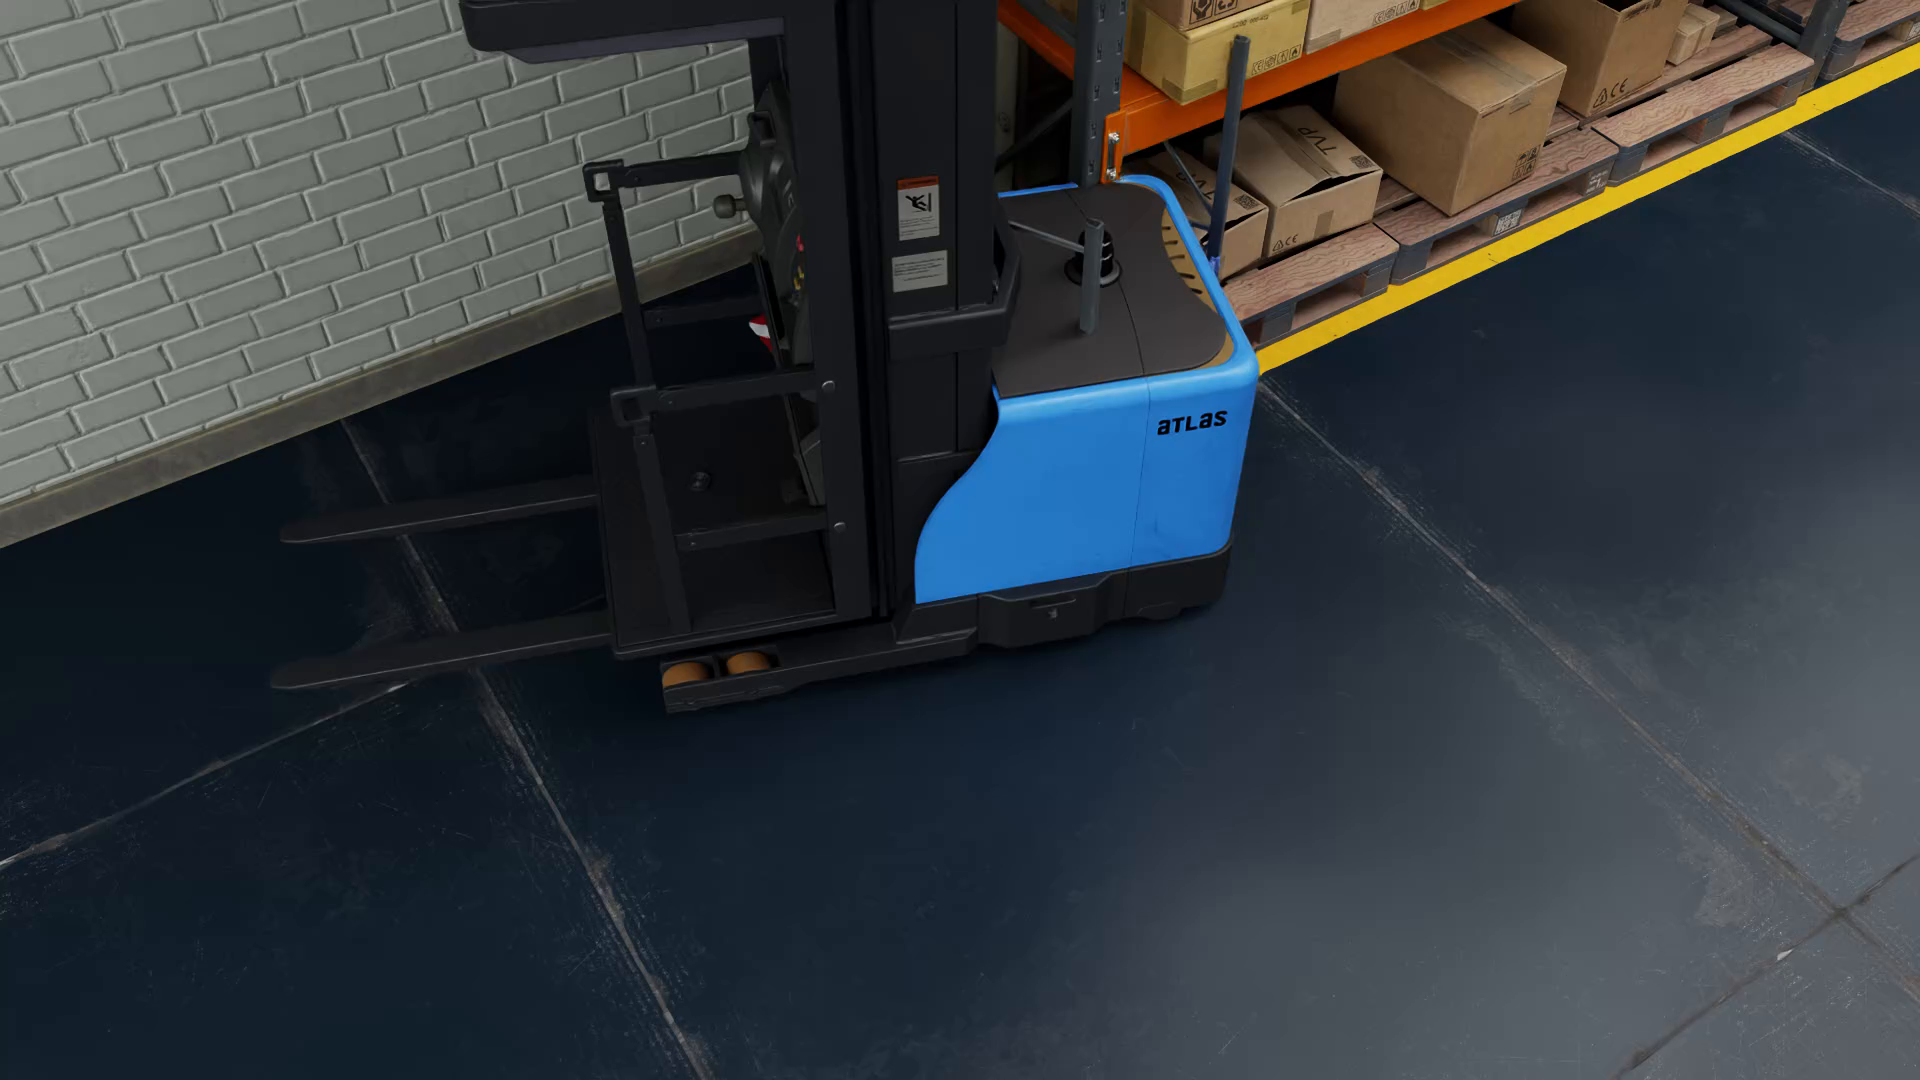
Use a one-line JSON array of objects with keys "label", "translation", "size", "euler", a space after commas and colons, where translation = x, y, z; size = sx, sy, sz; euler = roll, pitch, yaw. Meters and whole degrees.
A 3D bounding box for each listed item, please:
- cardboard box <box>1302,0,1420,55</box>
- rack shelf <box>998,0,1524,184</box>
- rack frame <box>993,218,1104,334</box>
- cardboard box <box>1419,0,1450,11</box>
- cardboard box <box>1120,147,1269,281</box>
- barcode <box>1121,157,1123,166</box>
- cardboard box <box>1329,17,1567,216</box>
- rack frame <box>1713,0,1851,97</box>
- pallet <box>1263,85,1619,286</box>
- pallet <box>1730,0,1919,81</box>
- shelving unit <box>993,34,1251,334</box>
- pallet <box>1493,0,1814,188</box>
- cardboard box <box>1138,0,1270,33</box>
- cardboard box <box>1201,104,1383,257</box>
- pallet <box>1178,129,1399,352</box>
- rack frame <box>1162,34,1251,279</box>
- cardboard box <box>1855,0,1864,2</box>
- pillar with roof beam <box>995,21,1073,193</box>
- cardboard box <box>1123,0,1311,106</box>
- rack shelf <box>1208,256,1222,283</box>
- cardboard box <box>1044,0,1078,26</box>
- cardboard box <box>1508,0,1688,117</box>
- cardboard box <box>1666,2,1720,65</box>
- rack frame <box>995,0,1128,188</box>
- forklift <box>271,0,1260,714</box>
[{"label": "cardboard box", "translation": [1.193, -1.909, 5.529], "size": [0.500, 0.250, 0.500], "euler": [-27, 54, -22]}, {"label": "rack shelf", "translation": [1.871, -2.300, 6.271], "size": [4.000, 0.370, 1.077], "euler": [-25, 53, -21]}, {"label": "rack frame", "translation": [0.178, -0.460, 5.181], "size": [0.500, 1.500, 0.032], "euler": [23, 53, 19]}, {"label": "cardboard box", "translation": [1.627, -2.108, 5.706], "size": [0.500, 0.250, 0.500], "euler": [-26, 53, -21]}, {"label": "cardboard box", "translation": [0.812, -1.213, 6.328], "size": [0.500, 0.311, 0.500], "euler": [-31, 55, -25]}, {"label": "barcode", "translation": [0.614, -1.476, 6.556], "size": [0.075, 0.075, 0.001], "euler": [-25, 53, -21]}, {"label": "cardboard box", "translation": [1.941, -1.764, 6.692], "size": [0.500, 0.500, 0.700], "euler": [-28, 54, -23]}, {"label": "rack frame", "translation": [3.562, -3.336, 6.713], "size": [0.127, 3.000, 1.000], "euler": [-25, 53, -21]}, {"label": "pallet", "translation": [1.980, -1.630, 7.060], "size": [1.213, 0.211, 1.003], "euler": [-25, 53, -21]}, {"label": "pallet", "translation": [4.220, -2.720, 8.031], "size": [1.213, 0.211, 1.003], "euler": [-25, 53, -21]}, {"label": "shelving unit", "translation": [0.428, -0.798, 5.467], "size": [0.538, 1.500, 1.048], "euler": [23, 53, 19]}, {"label": "pallet", "translation": [3.013, -2.119, 7.496], "size": [1.213, 0.211, 1.003], "euler": [-25, 53, -21]}, {"label": "cardboard box", "translation": [0.743, -1.949, 5.062], "size": [0.500, 0.500, 0.500], "euler": [-25, 53, -21]}, {"label": "cardboard box", "translation": [1.294, -1.441, 6.530], "size": [0.500, 0.311, 0.500], "euler": [-21, 52, -18]}, {"label": "pallet", "translation": [0.949, -1.147, 6.630], "size": [1.213, 0.211, 1.003], "euler": [-25, 53, -21]}, {"label": "rack frame", "translation": [0.678, -1.136, 5.753], "size": [0.500, 1.500, 0.032], "euler": [23, 53, 19]}, {"label": "cardboard box", "translation": [4.176, -2.955, 7.752], "size": [0.500, 0.500, 0.700], "euler": [-24, 52, -20]}, {"label": "pillar with roof beam", "translation": [2.607, -1.844, 1.366], "size": [0.400, 9.000, 9.100], "euler": [-25, 53, -21]}, {"label": "cardboard box", "translation": [0.761, -1.693, 5.336], "size": [0.500, 0.250, 0.500], "euler": [-27, 54, -22]}, {"label": "rack shelf", "translation": [0.430, -0.681, 5.604], "size": [0.538, 0.185, 1.000], "euler": [23, 53, 19]}, {"label": "cardboard box", "translation": [0.471, -2.008, 5.617], "size": [0.500, 0.250, 0.500], "euler": [-25, 53, -20]}, {"label": "cardboard box", "translation": [2.706, -2.212, 7.091], "size": [0.500, 0.500, 0.500], "euler": [-29, 54, -23]}, {"label": "cardboard box", "translation": [3.126, -2.308, 7.400], "size": [0.250, 0.166, 0.380], "euler": [-32, 56, -25]}, {"label": "rack frame", "translation": [0.179, -1.742, 5.293], "size": [0.127, 3.000, 1.000], "euler": [-25, 53, -21]}, {"label": "forklift", "translation": [-0.689, -0.868, 4.561], "size": [3.031, 2.935, 1.130], "euler": [-9, 49, -8]}]
